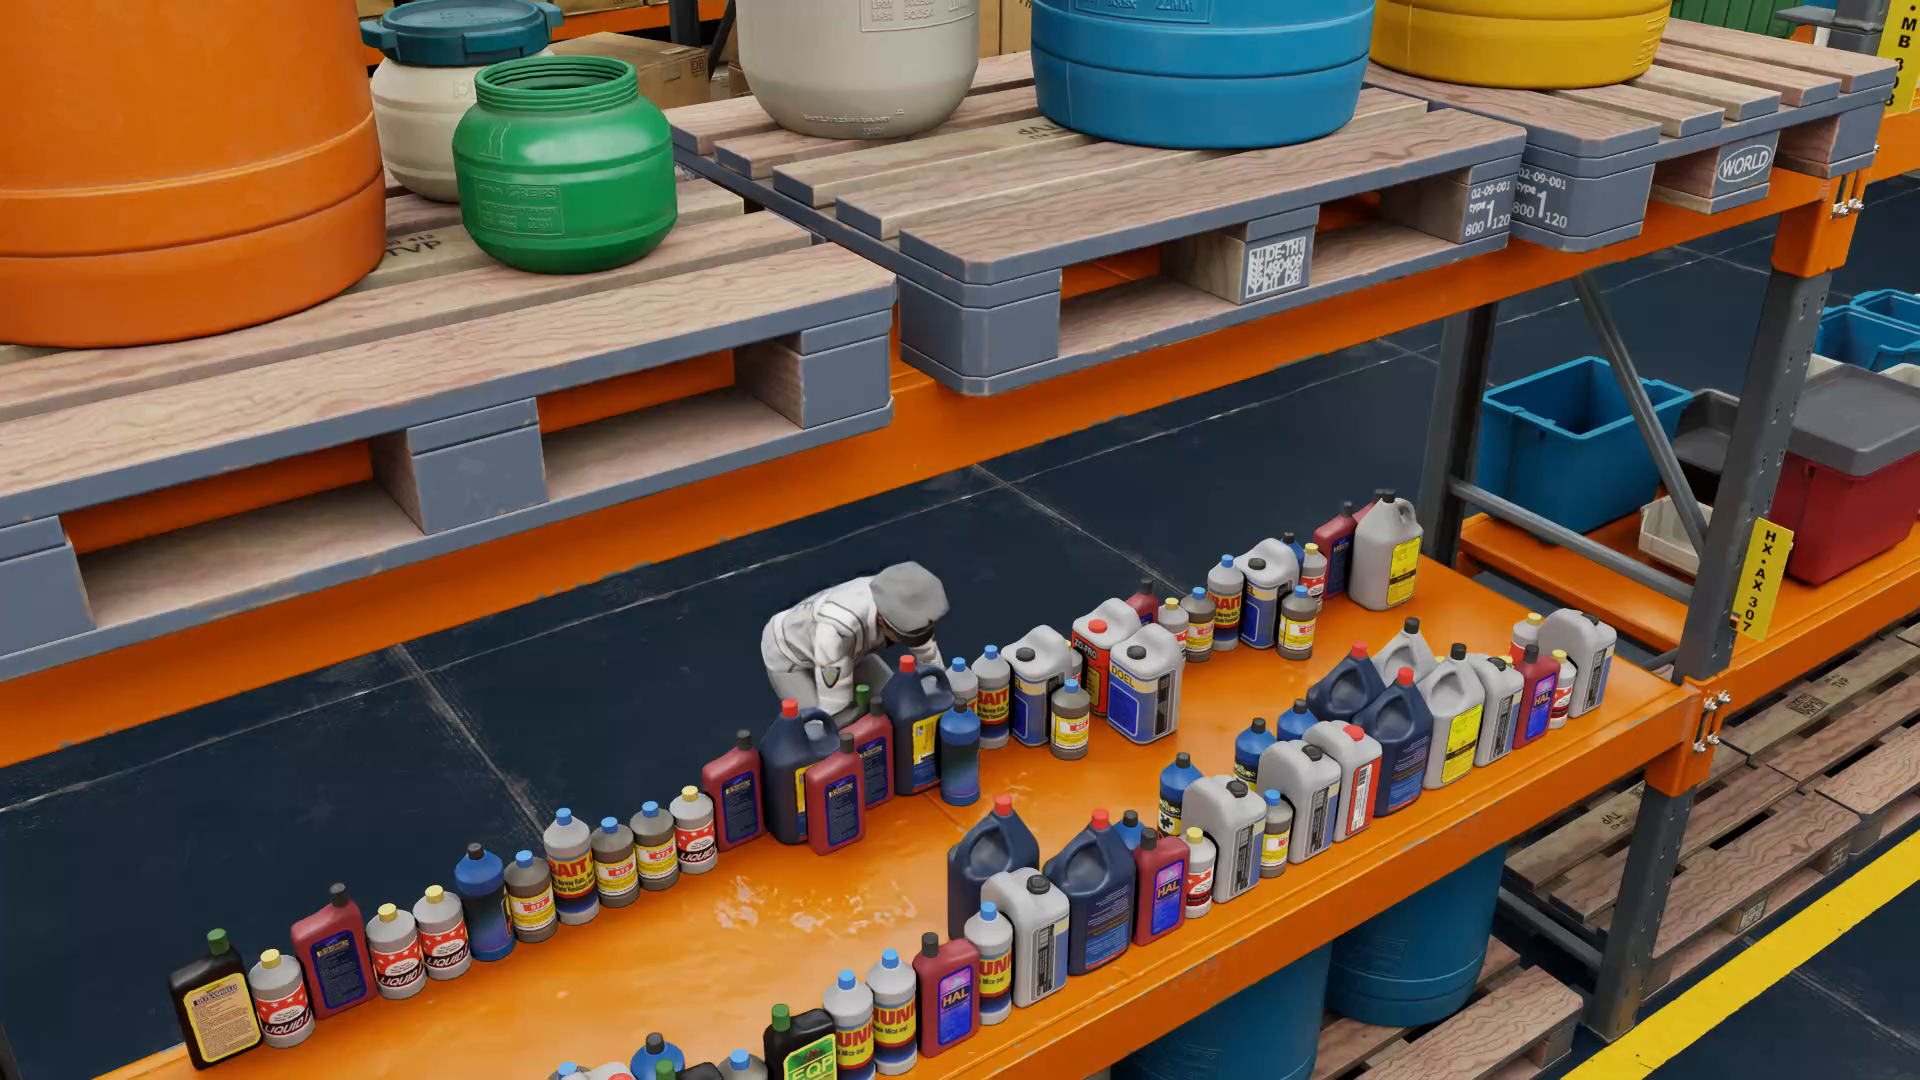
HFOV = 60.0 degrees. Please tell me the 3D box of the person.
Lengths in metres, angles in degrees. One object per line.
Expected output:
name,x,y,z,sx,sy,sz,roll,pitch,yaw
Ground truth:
person,-0.340,0.501,5.786,0.512,1.116,0.808,-19,34,-31
